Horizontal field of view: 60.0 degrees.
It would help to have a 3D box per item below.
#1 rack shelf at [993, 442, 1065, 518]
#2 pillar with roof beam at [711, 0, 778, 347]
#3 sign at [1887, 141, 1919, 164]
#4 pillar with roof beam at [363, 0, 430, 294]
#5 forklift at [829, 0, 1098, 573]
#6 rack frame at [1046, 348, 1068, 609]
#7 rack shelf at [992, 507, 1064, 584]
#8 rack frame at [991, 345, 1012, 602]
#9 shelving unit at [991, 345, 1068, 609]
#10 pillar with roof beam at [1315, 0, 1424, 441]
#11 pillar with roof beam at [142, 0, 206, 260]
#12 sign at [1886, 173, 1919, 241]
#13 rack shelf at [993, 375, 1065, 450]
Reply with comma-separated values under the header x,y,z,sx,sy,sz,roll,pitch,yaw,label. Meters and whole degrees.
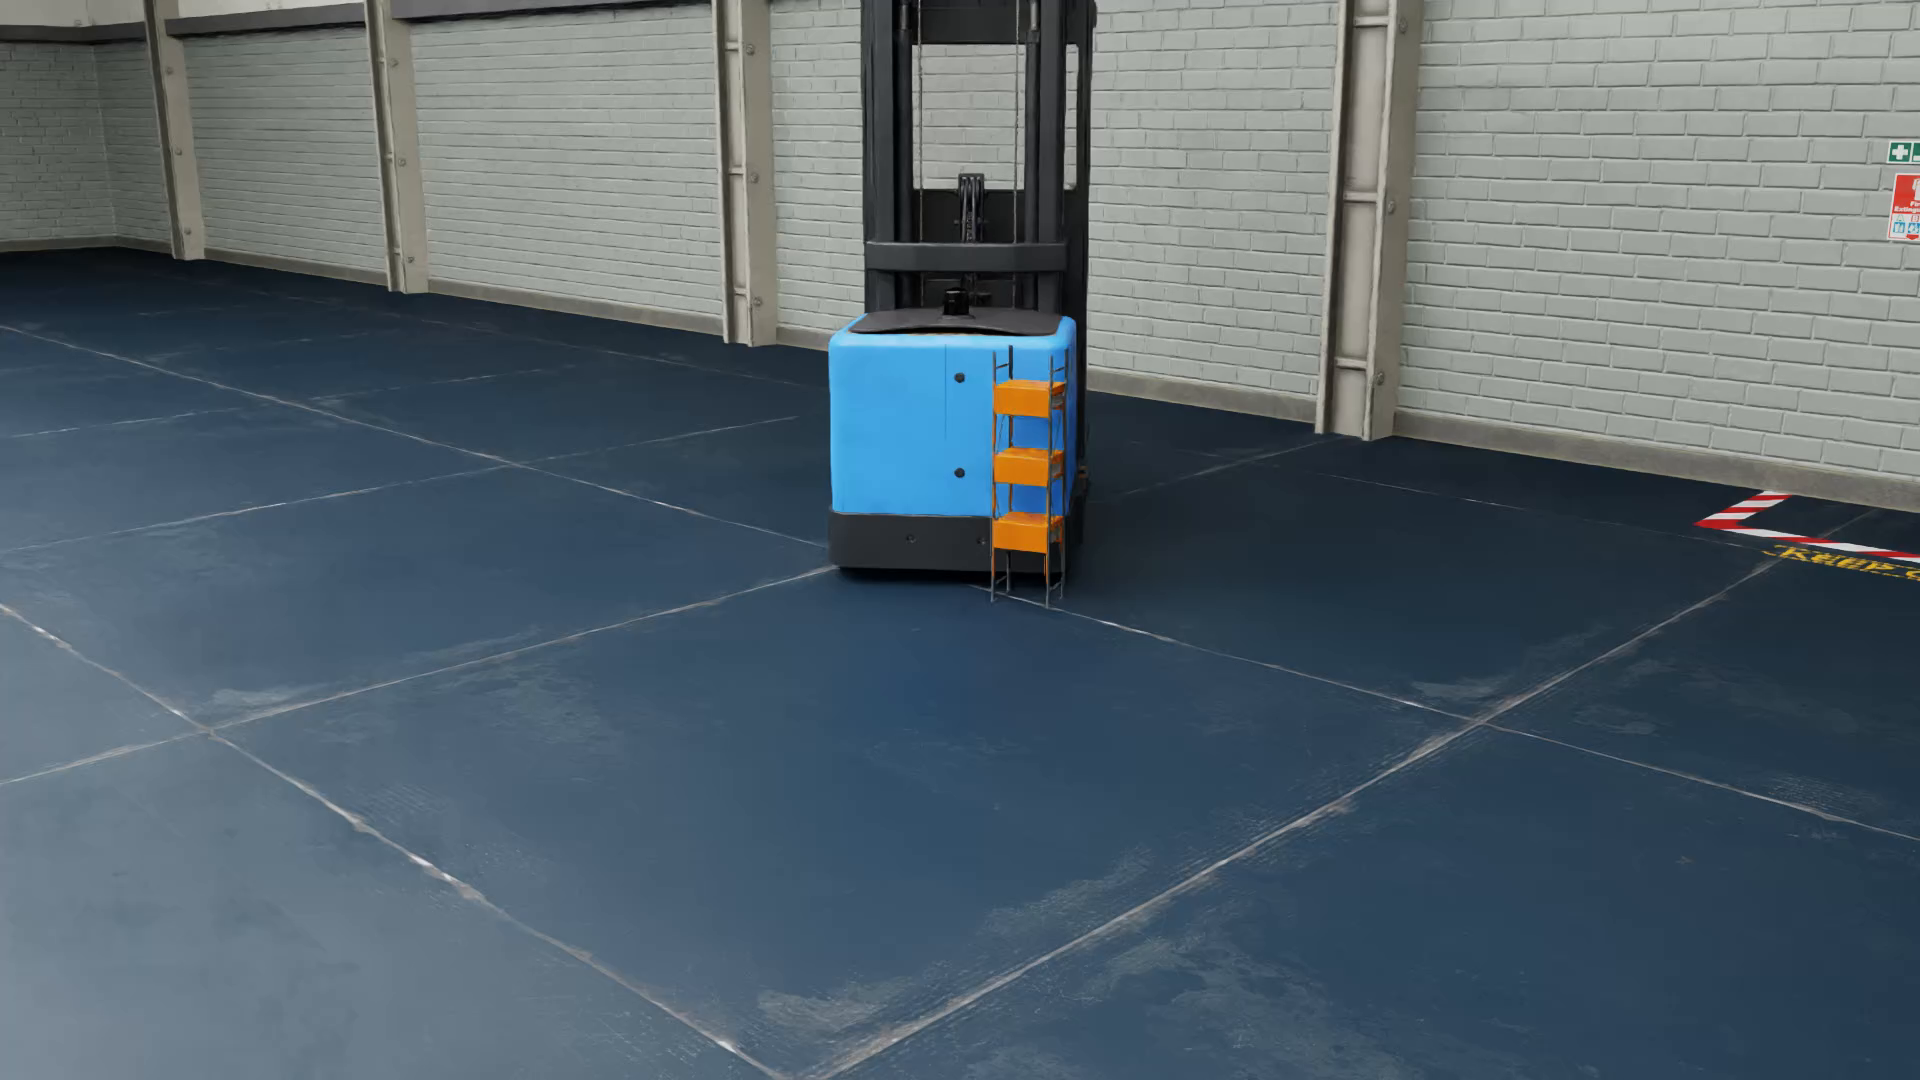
x,y,z,sx,sy,sz,roll,pitch,yaw,label
0.285,-0.249,6.847,0.240,0.259,0.215,6,16,22,rack shelf
-4.813,-5.295,10.408,0.400,9.000,9.100,14,20,42,pillar with roof beam
4.731,-1.900,8.153,0.331,0.109,0.001,14,20,42,sign
-9.133,-6.346,14.438,0.400,9.000,9.100,14,20,42,pillar with roof beam
0.104,-1.597,8.250,1.130,2.935,3.031,2,15,6,forklift
0.398,-0.247,6.798,0.008,1.050,0.200,6,16,22,rack frame
0.285,0.020,6.917,0.240,0.259,0.215,6,16,22,rack shelf
0.173,-0.271,6.891,0.008,1.050,0.200,6,16,22,rack frame
0.285,-0.259,6.845,0.252,1.050,0.215,6,16,22,shelving unit
-0.494,-4.245,6.378,0.400,9.000,9.100,14,20,42,pillar with roof beam
-13.452,-7.396,18.468,0.400,9.000,9.100,14,20,42,pillar with roof beam
4.734,-1.646,8.229,0.234,0.329,0.001,14,20,42,sign
0.285,-0.524,6.776,0.240,0.259,0.215,6,16,22,rack shelf
